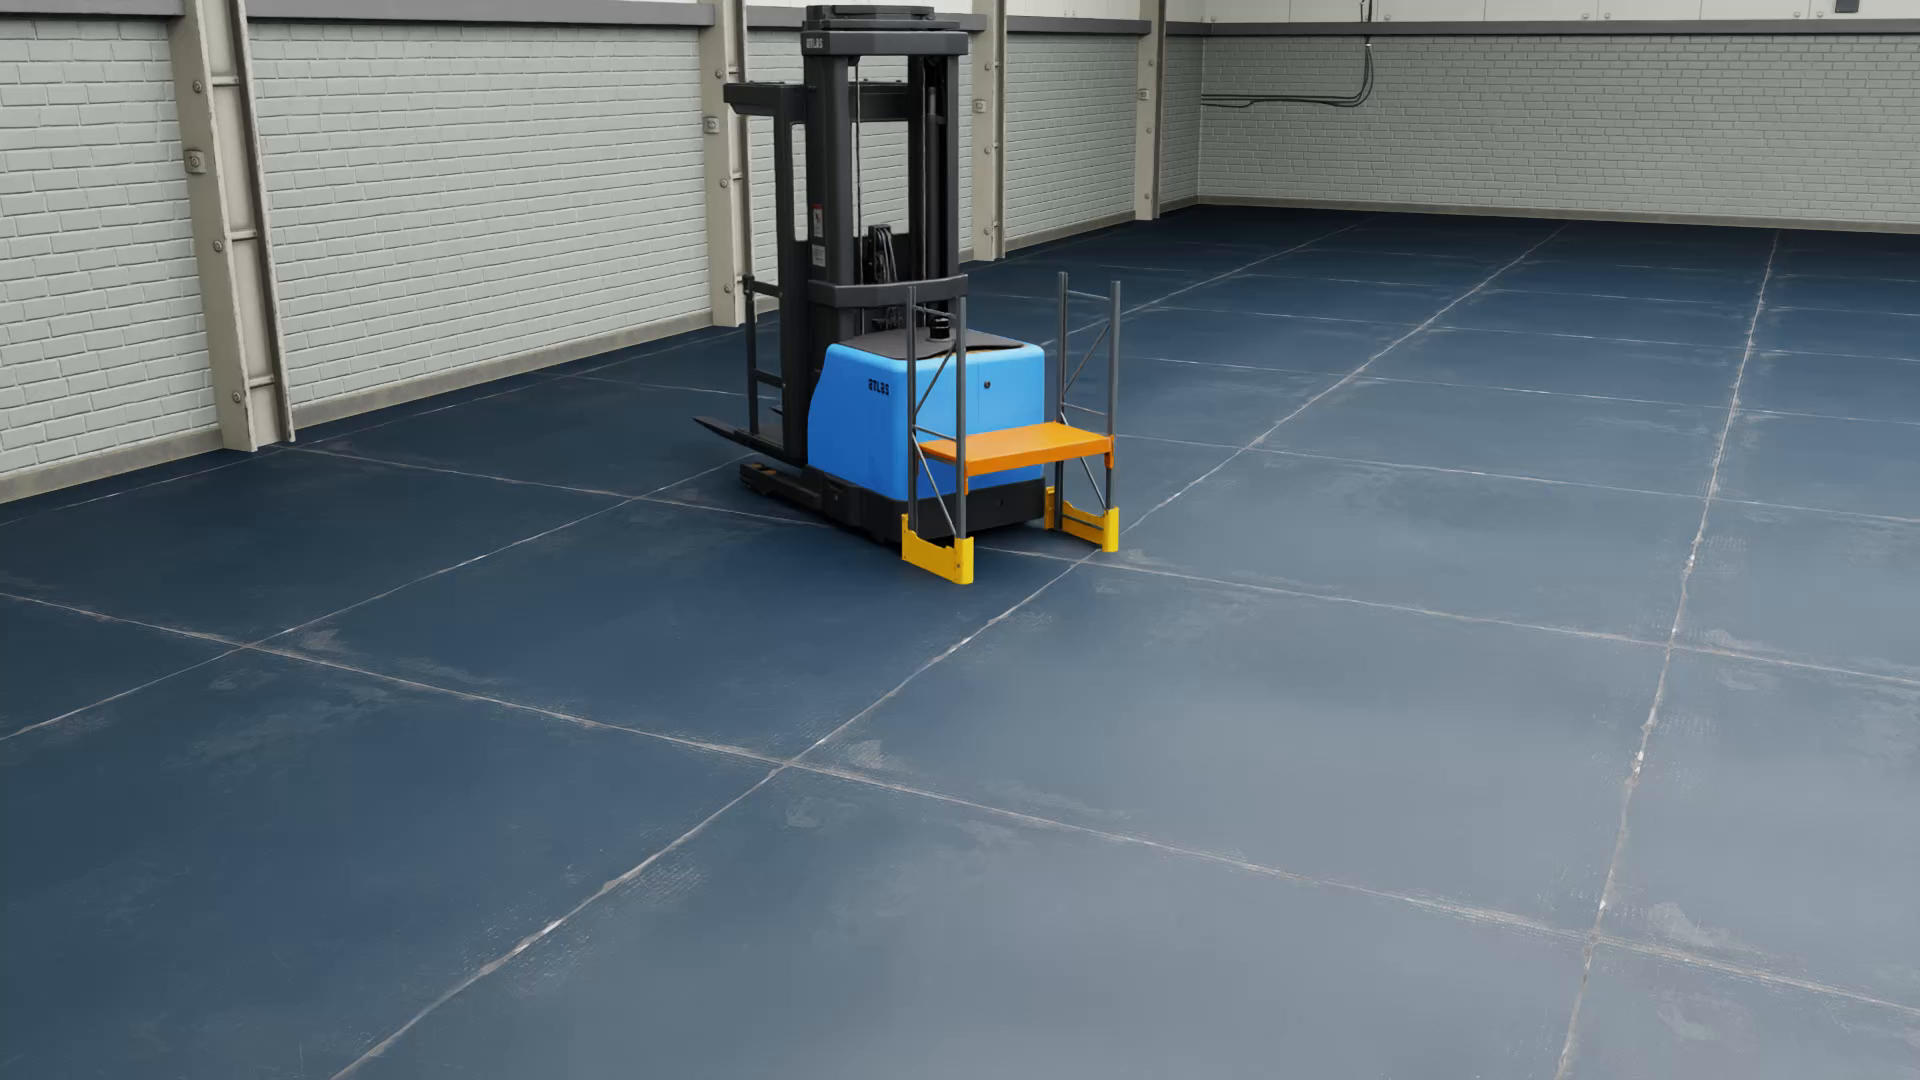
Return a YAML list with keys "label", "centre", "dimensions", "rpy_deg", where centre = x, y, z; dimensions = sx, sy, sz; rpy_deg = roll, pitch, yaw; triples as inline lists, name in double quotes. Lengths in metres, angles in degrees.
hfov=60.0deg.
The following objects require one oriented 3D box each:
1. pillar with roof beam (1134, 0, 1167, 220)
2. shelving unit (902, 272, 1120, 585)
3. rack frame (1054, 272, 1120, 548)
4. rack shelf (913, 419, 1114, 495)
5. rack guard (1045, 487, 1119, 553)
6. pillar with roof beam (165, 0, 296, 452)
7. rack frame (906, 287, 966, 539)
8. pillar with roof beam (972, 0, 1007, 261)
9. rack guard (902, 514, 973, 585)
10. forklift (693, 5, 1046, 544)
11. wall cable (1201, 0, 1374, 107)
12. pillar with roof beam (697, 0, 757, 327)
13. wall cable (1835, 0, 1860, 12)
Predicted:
- label: "pillar with roof beam"
  centre: [6.907, -9.035, 24.138]
  dimensions: [9.100, 9.000, 0.400]
  rpy_deg: [8, 18, 25]
- label: "shelving unit"
  centre: [0.282, -0.635, 9.029]
  dimensions: [1.083, 1.500, 0.587]
  rpy_deg: [-11, 20, -33]
- label: "rack frame"
  centre: [0.705, -0.720, 9.315]
  dimensions: [0.032, 1.500, 0.500]
  rpy_deg: [-11, 20, -33]
- label: "rack shelf"
  centre: [0.289, -0.464, 9.086]
  dimensions: [1.000, 0.185, 0.538]
  rpy_deg: [-11, 20, -33]
- label: "rack guard"
  centre: [0.689, -0.118, 9.482]
  dimensions: [0.087, 0.250, 0.587]
  rpy_deg: [-11, 20, -33]
- label: "pillar with roof beam"
  centre: [-1.136, -4.450, 8.701]
  dimensions: [9.100, 9.000, 0.400]
  rpy_deg: [8, 18, 25]
- label: "rack frame"
  centre: [-0.127, -0.554, 8.754]
  dimensions: [0.032, 1.500, 0.500]
  rpy_deg: [-11, 20, -33]
- label: "pillar with roof beam"
  centre: [4.226, -7.506, 18.992]
  dimensions: [9.100, 9.000, 0.400]
  rpy_deg: [8, 18, 25]
- label: "rack guard"
  centre: [-0.126, 0.045, 8.933]
  dimensions: [0.087, 0.250, 0.587]
  rpy_deg: [-11, 20, -33]
- label: "forklift"
  centre: [-0.743, -1.748, 10.261]
  dimensions: [1.130, 2.935, 3.031]
  rpy_deg: [-11, 20, -33]
- label: "wall cable"
  centre: [5.555, -8.676, 28.384]
  dimensions: [3.097, 2.526, 0.112]
  rpy_deg: [8, 18, 25]
- label: "pillar with roof beam"
  centre: [1.545, -5.978, 13.847]
  dimensions: [9.100, 9.000, 0.400]
  rpy_deg: [8, 18, 25]
- label: "wall cable"
  centre: [14.041, -10.583, 23.378]
  dimensions: [2.305, 6.003, 0.169]
  rpy_deg: [8, 18, 25]
